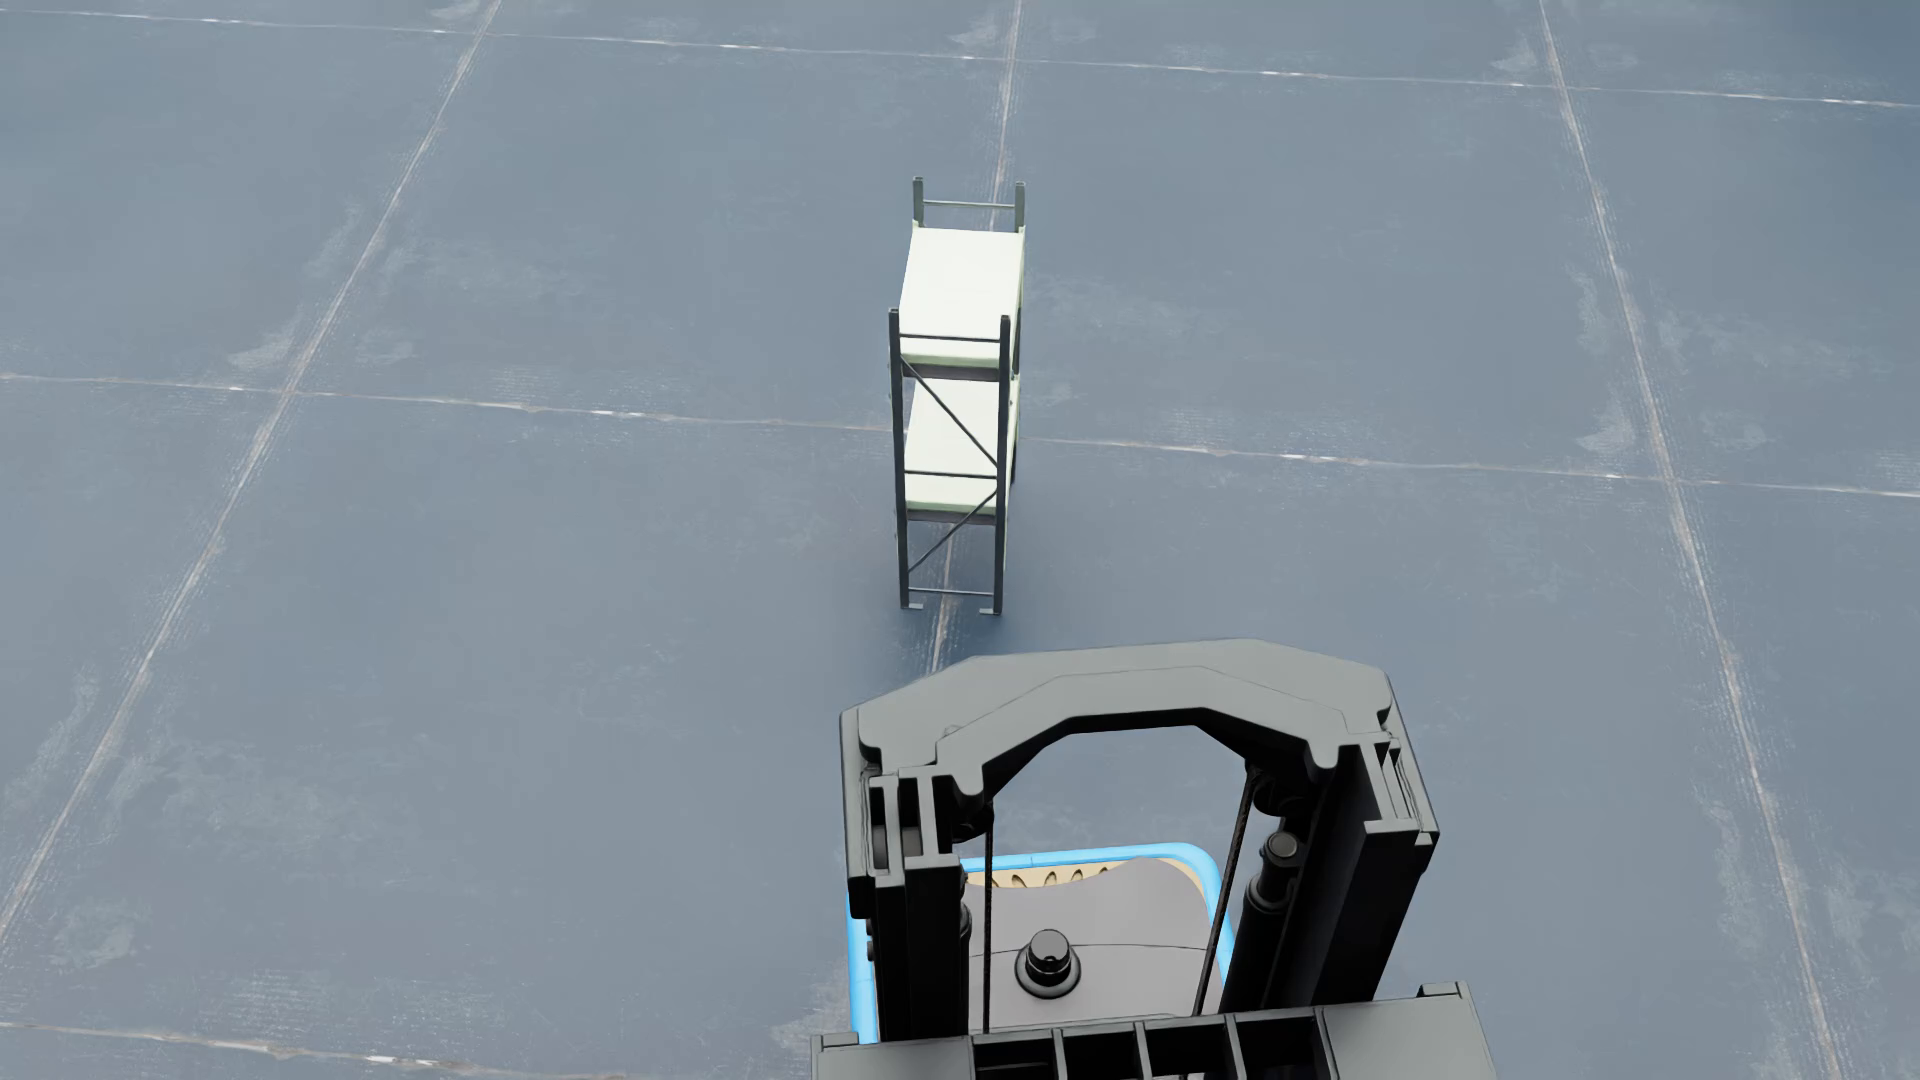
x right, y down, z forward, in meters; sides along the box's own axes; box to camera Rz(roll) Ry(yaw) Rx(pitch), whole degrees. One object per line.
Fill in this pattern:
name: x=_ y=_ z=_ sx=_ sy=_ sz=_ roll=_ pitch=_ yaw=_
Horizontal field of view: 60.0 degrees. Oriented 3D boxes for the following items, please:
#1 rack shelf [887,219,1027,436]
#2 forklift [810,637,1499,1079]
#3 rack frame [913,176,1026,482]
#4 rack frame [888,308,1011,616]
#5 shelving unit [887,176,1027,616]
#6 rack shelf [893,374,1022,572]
rack shelf: x=-0.001 y=-0.765 z=5.930 sx=0.431 sy=0.370 sz=0.720 roll=4 pitch=48 yaw=4
forklift: x=0.325 y=1.679 z=3.254 sx=1.130 sy=2.935 sz=3.031 roll=-4 pitch=48 yaw=-3
rack frame: x=0.033 y=-0.770 z=6.464 sx=0.400 sy=1.500 sz=0.023 roll=4 pitch=48 yaw=4
rack frame: x=-0.034 y=-0.232 z=5.972 sx=0.400 sy=1.500 sz=0.023 roll=4 pitch=48 yaw=4
shelving unit: x=-0.001 y=-0.501 z=6.218 sx=0.431 sy=1.500 sz=0.755 roll=4 pitch=48 yaw=4
rack shelf: x=-0.001 y=-0.281 z=6.459 sx=0.431 sy=0.370 sz=0.720 roll=4 pitch=48 yaw=4
